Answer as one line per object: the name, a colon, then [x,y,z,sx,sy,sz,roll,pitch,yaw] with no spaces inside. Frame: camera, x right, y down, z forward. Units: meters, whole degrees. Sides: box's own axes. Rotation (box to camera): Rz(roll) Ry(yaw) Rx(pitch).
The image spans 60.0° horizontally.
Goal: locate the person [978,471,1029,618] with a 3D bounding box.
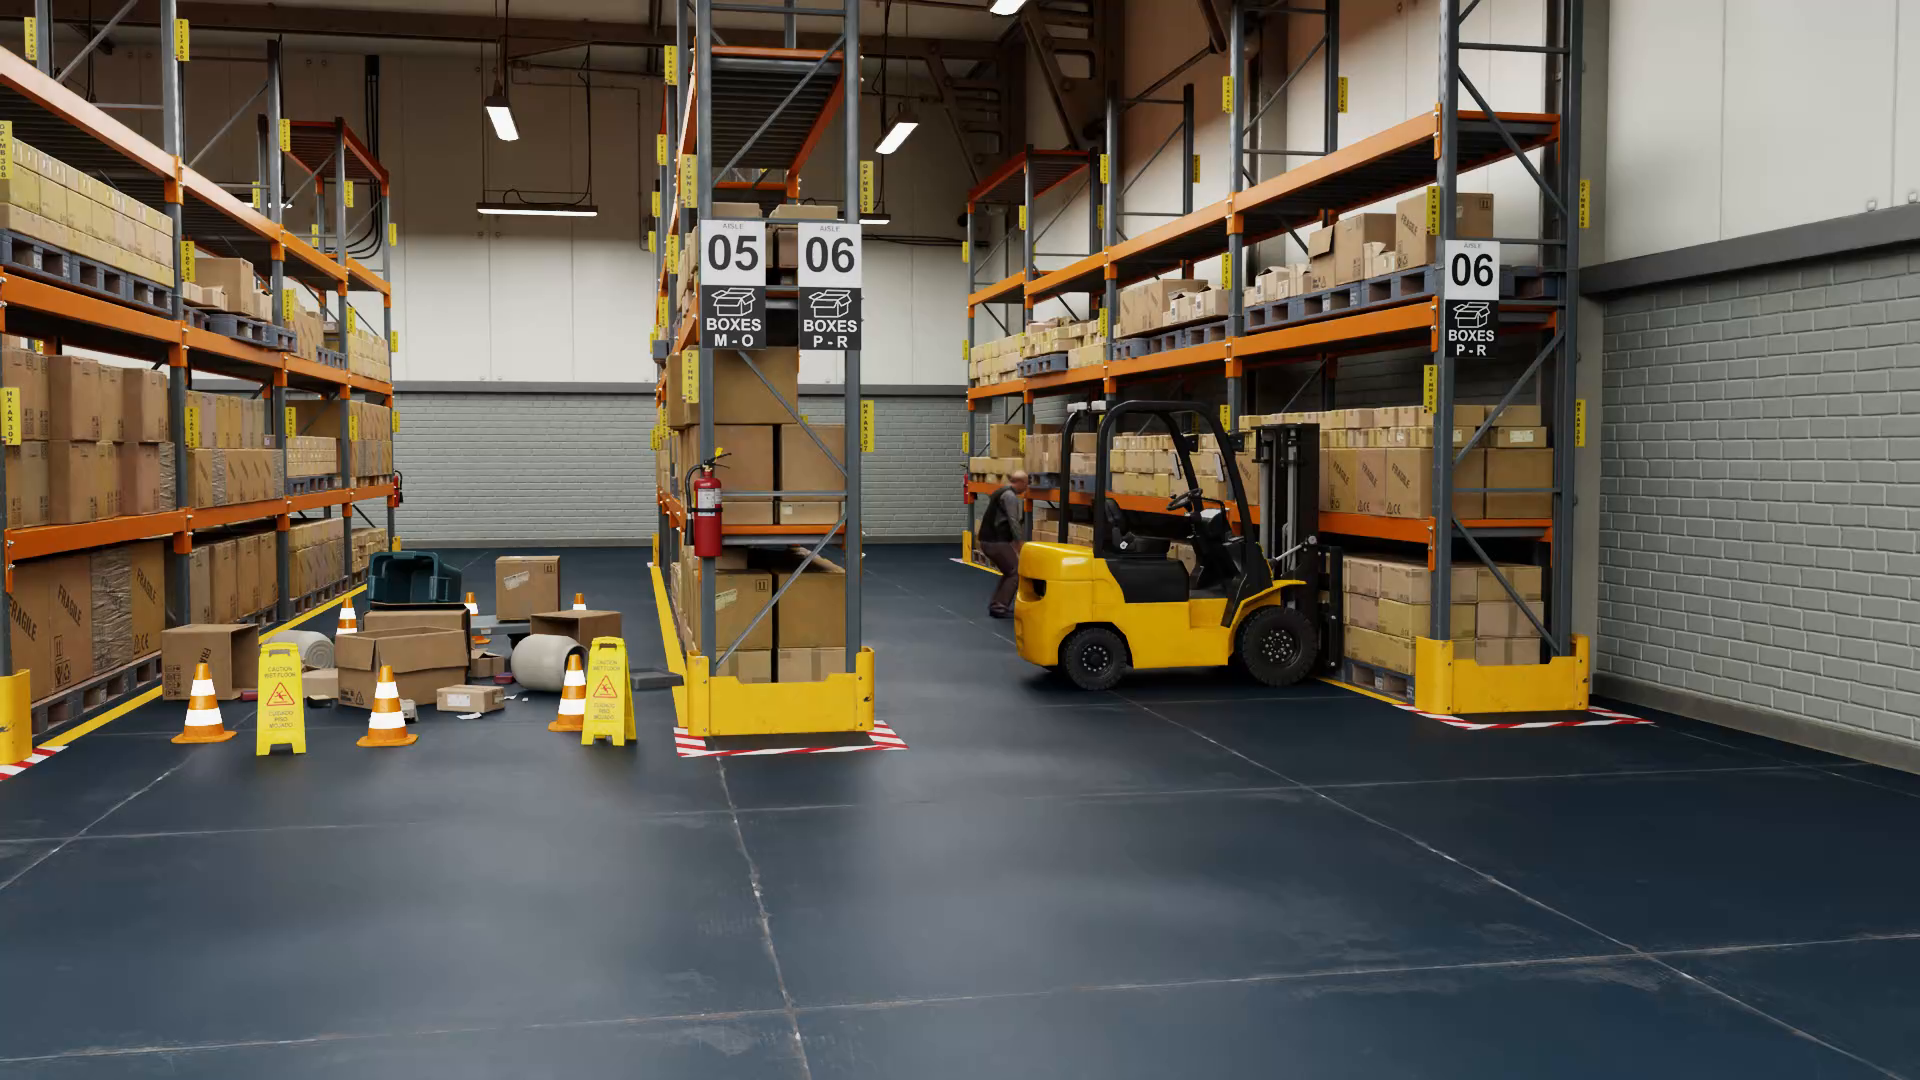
person: [0.478,0.042,17.978,0.555,1.581,0.581,-1,3,-11]
